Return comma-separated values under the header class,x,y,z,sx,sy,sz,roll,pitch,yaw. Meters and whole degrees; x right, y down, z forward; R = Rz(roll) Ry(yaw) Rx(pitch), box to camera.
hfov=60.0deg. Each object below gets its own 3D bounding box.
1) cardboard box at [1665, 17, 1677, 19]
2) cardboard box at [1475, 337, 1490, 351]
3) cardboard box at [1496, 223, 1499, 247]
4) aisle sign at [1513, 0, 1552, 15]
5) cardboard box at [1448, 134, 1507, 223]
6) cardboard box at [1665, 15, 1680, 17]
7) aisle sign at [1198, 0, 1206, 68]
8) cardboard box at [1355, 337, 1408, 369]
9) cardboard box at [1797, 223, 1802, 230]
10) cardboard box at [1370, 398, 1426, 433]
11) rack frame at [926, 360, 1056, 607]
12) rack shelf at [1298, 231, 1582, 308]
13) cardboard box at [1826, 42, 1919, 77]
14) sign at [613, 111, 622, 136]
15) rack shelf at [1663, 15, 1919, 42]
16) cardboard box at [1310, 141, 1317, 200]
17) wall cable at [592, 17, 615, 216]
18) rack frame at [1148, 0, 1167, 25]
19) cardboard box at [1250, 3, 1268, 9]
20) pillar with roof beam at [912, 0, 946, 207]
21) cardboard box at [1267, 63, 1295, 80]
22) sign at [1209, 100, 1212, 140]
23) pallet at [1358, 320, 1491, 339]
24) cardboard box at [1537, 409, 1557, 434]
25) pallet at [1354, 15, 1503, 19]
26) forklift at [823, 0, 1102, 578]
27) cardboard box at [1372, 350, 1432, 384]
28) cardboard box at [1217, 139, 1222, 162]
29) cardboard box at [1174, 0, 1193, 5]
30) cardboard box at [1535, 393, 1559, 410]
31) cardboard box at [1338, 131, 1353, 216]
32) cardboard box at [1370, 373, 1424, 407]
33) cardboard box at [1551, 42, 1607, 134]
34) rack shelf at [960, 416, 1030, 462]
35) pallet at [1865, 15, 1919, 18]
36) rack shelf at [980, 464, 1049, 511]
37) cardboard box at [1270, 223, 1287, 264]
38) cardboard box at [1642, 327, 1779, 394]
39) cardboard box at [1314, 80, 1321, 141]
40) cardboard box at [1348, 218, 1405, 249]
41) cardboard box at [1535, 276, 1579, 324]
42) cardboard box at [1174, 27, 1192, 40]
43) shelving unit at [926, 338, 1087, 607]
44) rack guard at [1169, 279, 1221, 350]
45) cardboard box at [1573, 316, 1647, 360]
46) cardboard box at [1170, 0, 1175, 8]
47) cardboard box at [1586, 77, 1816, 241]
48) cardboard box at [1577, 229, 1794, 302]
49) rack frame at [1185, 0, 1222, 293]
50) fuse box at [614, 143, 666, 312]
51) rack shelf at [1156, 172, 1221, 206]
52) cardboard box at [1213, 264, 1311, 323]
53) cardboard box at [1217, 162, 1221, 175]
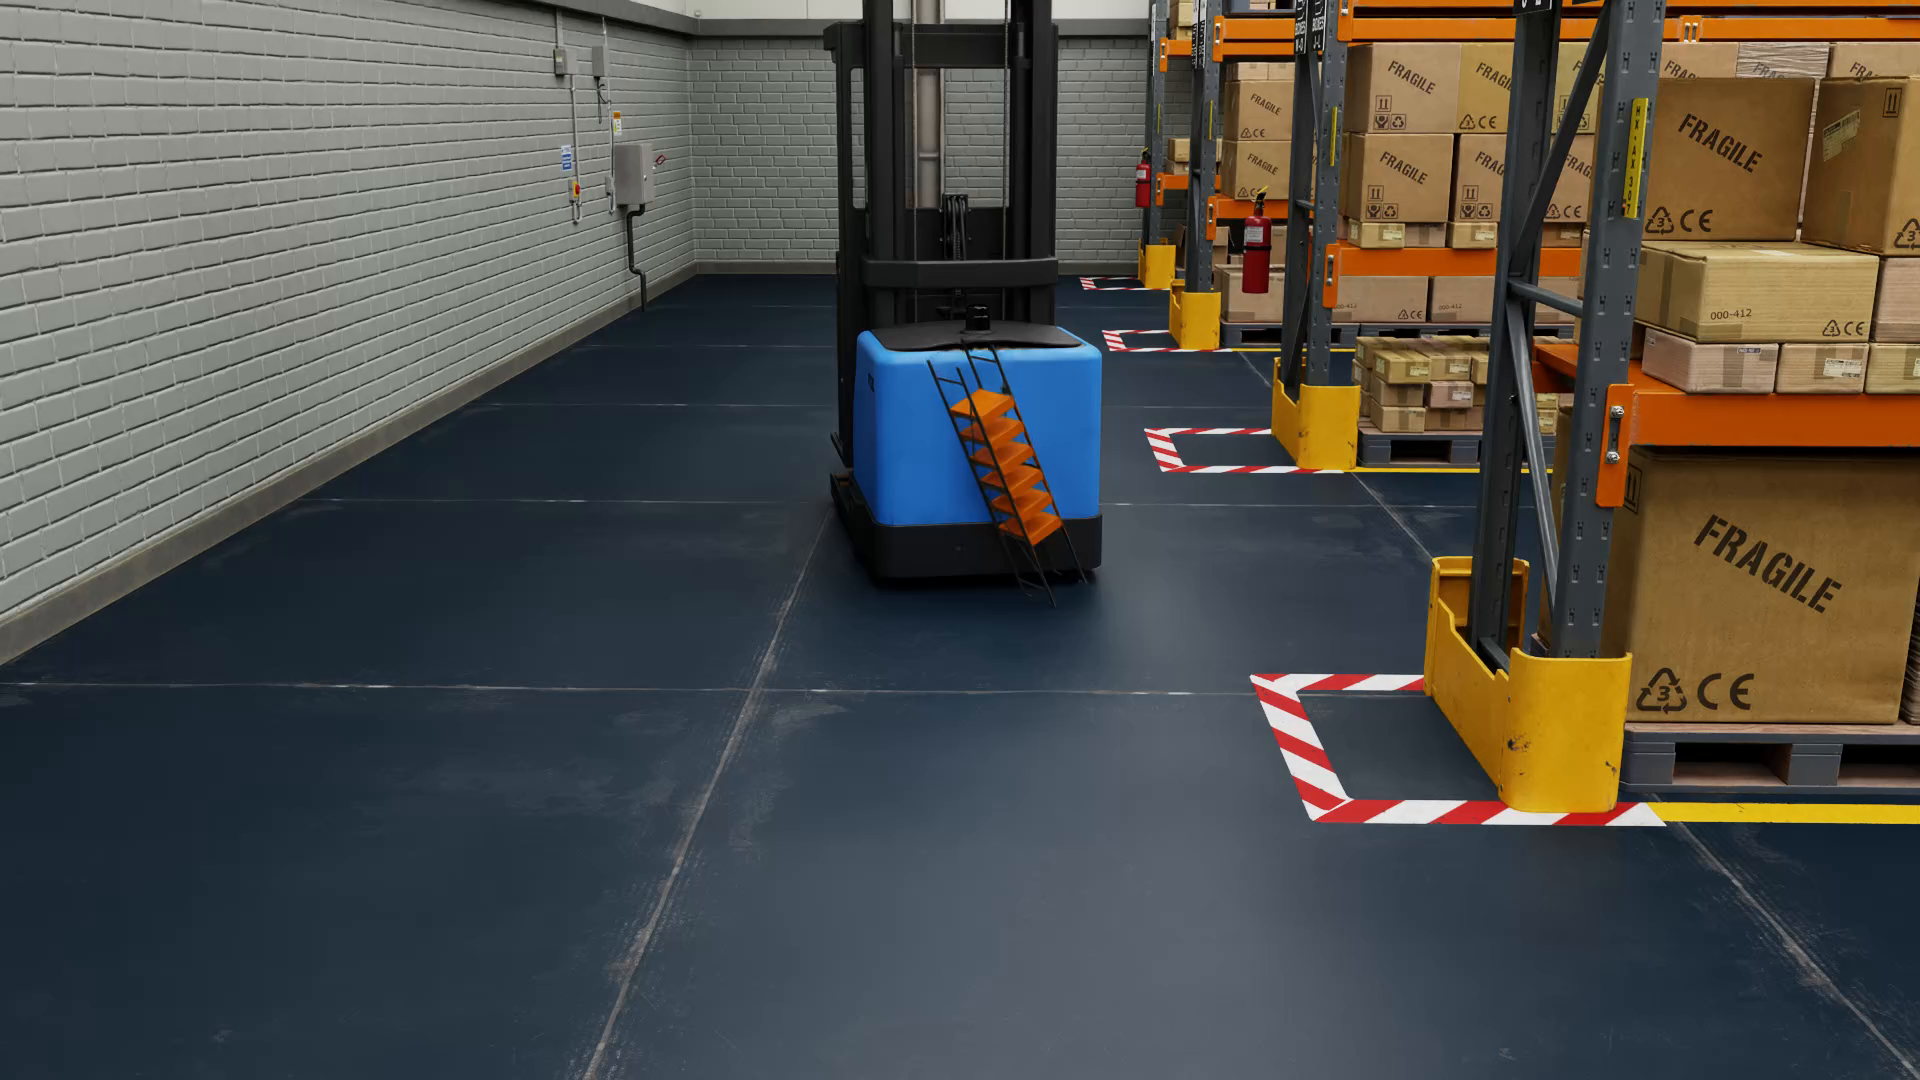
class,x,y,z,sx,sy,sz,roll,pitch,yaw
cardboard box,8.139,-6.122,19.256,0.250,0.149,0.380,0,15,2
cardboard box,3.445,-1.189,10.567,0.250,0.149,0.380,0,15,-1
cardboard box,3.242,-1.839,9.922,0.250,0.149,0.380,1,15,4
aisle sign,1.849,-2.089,5.282,0.004,0.787,0.394,0,15,1
cardboard box,3.118,-2.141,9.796,0.500,0.500,0.500,0,15,2
cardboard box,8.113,-5.996,18.778,0.250,0.149,0.380,1,15,3
aisle sign,2.087,-4.466,14.291,0.004,0.787,0.394,0,15,1
cardboard box,2.676,-1.193,10.580,0.250,0.149,0.380,1,15,2
cardboard box,4.792,-1.807,9.801,0.250,0.149,0.380,0,15,-1
cardboard box,2.656,-0.759,10.101,0.250,0.149,0.380,1,15,3
rack frame,0.139,-0.227,7.049,0.006,1.200,0.240,-35,29,-22
rack shelf,4.140,-1.658,10.156,4.000,0.370,1.077,0,15,1
cardboard box,5.145,-2.605,9.595,0.500,0.500,0.500,0,15,0
sign,-3.480,-4.234,16.891,0.001,0.242,0.339,0,15,1
rack shelf,8.164,-4.346,14.462,4.000,0.370,1.077,0,15,1
cardboard box,3.145,-3.258,14.613,0.500,0.500,0.500,0,15,1
wall cable,-3.447,-4.166,16.259,0.122,1.984,0.588,0,15,1
rack frame,2.289,-7.449,18.934,0.127,3.000,1.000,0,15,1
cardboard box,3.234,-5.999,19.030,0.500,0.250,0.500,1,15,2
pillar with roof beam,-0.493,-6.598,15.710,0.400,9.000,9.100,0,15,1
cardboard box,2.778,-4.071,14.464,0.250,0.149,0.380,1,15,3
sign,2.146,-3.598,14.244,0.005,0.325,0.100,0,15,1
pallet,4.184,-1.940,15.280,1.213,0.211,1.003,0,15,1
cardboard box,3.421,-0.749,10.062,0.250,0.149,0.380,1,15,2
pallet,4.131,-4.680,14.494,1.213,0.211,1.003,0,15,1
forklift,-0.104,-1.576,8.566,1.130,2.935,3.031,-2,15,-9
cardboard box,2.656,-1.041,10.007,0.250,0.149,0.380,0,15,-1
cardboard box,3.240,-4.545,19.396,0.500,0.250,0.500,1,15,2
cardboard box,2.726,-6.245,18.980,0.500,0.250,0.500,0,15,1
cardboard box,3.431,-0.894,10.032,0.250,0.149,0.380,1,15,3
cardboard box,2.596,-2.274,10.301,0.500,0.500,0.500,1,15,3
cardboard box,2.658,-0.919,10.125,0.250,0.149,0.380,1,15,4
cardboard box,3.607,-2.614,9.627,0.500,0.500,0.500,0,15,0
rack shelf,0.140,-0.436,6.995,0.180,0.103,0.258,-35,29,-22
pallet,8.400,-4.586,14.334,1.213,0.211,1.003,1,15,4
rack shelf,0.224,-0.239,7.104,0.180,0.103,0.258,-35,29,-22
cardboard box,3.752,-3.499,19.799,0.500,0.500,0.700,1,15,4
cardboard box,2.259,-0.547,5.026,0.250,0.149,0.380,1,15,2
cardboard box,3.155,-3.737,14.467,0.500,0.500,0.500,0,15,0
cardboard box,2.456,-1.812,9.821,0.250,0.149,0.380,0,15,1
cardboard box,5.540,-2.252,15.195,0.875,0.438,0.875,0,15,1
cardboard box,2.602,-5.816,19.116,0.250,0.149,0.380,1,15,3
shelving unit,0.209,-0.276,7.084,0.189,1.200,0.258,-35,29,-22
rack guard,2.142,-2.074,15.220,0.348,0.500,1.175,0,15,1
cardboard box,2.277,-0.715,5.663,0.250,0.149,0.380,1,15,2
cardboard box,2.740,-6.380,19.492,0.500,0.250,0.500,0,15,0
cardboard box,2.407,-1.253,5.449,0.500,0.500,0.500,1,15,2
cardboard box,2.404,-0.891,5.548,0.500,0.250,0.500,0,15,1
rack frame,2.166,-3.282,14.901,0.127,3.000,1.000,0,15,1
fuse box,-3.272,-3.225,17.209,0.414,1.711,0.539,0,15,1
rack shelf,4.288,-4.187,19.741,4.000,0.370,1.077,0,15,1
cardboard box,2.828,-2.268,15.255,0.875,0.438,0.875,0,15,0
cardboard box,3.130,-4.372,19.523,0.250,0.149,0.380,0,15,1
